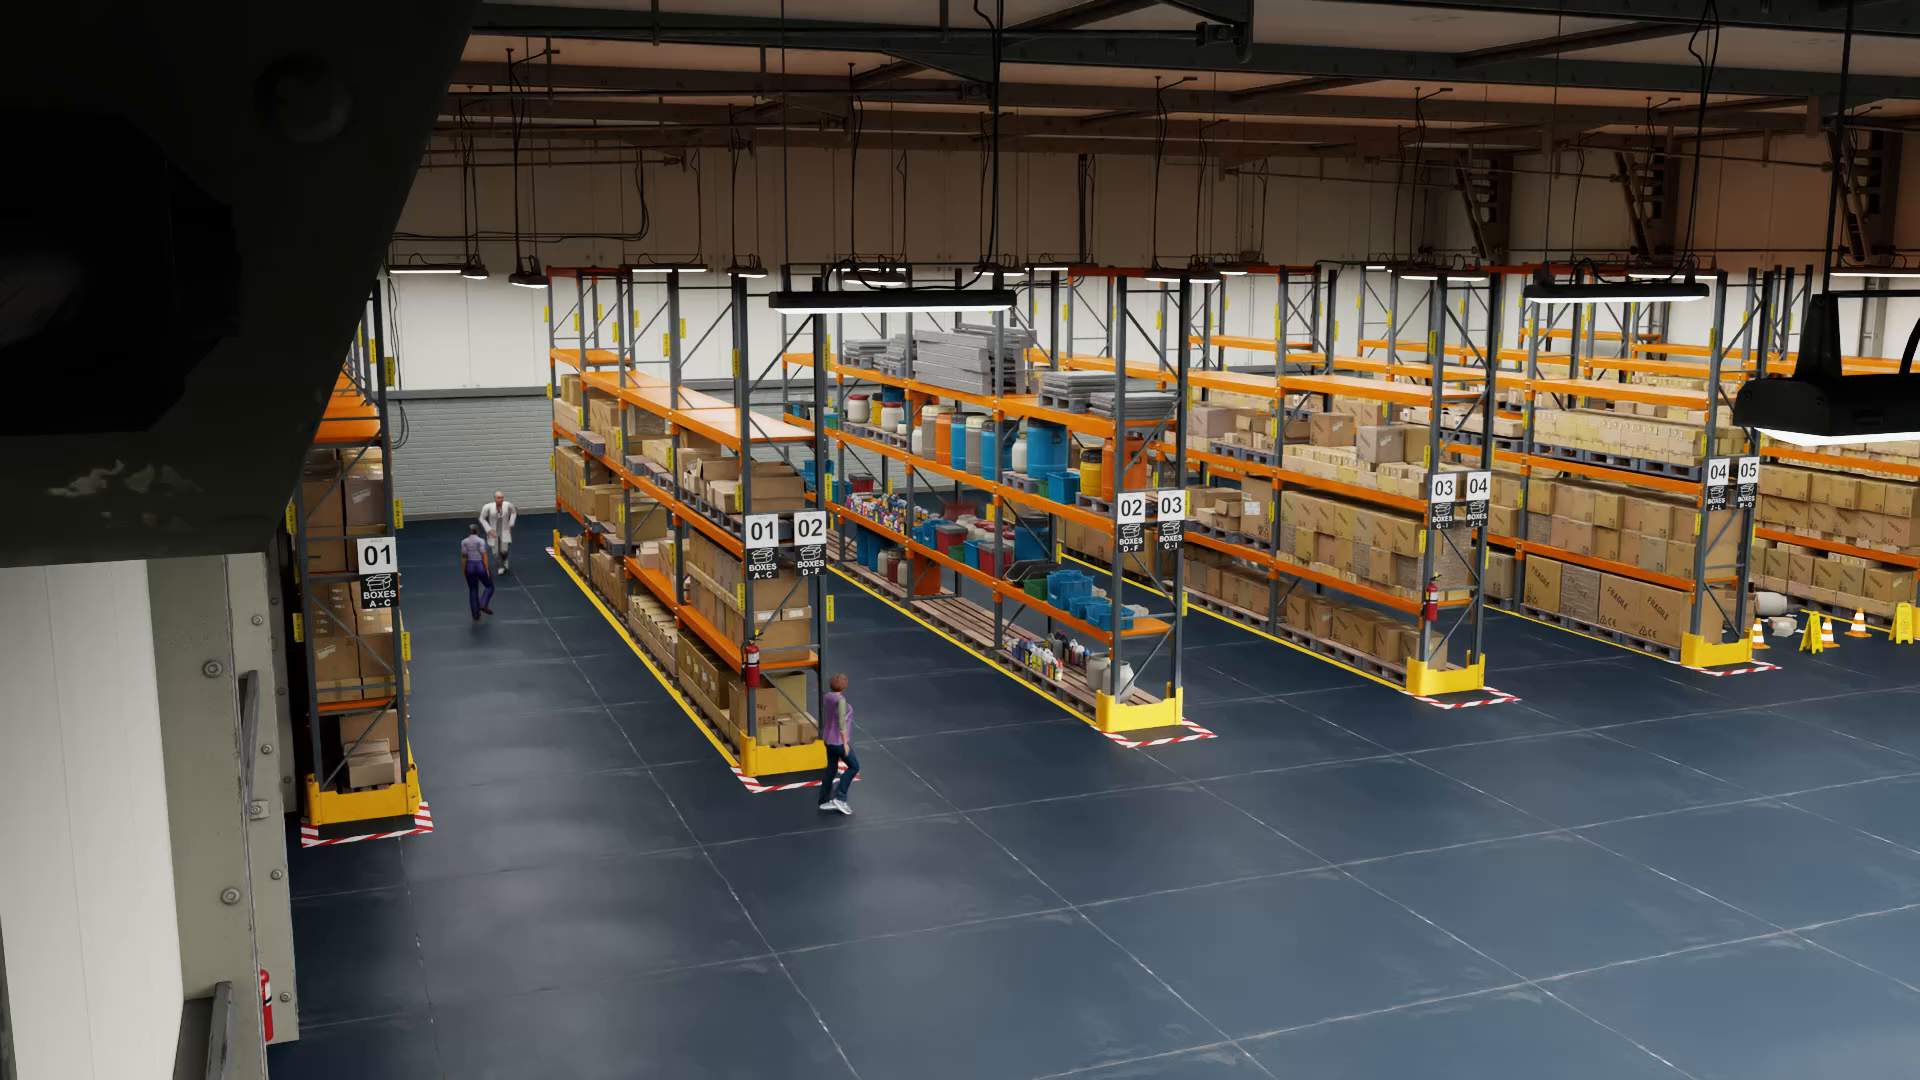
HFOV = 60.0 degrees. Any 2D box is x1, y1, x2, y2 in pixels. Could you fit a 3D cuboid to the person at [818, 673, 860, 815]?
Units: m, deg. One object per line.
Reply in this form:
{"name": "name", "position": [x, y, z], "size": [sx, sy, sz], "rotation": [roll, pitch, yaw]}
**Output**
{"name": "person", "position": [-1.391, 2.304, 18.855], "size": [0.446, 1.623, 0.448], "rotation": [-4, 11, -22]}

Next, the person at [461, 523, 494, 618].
{"name": "person", "position": [-8.379, 0.540, 28.808], "size": [0.543, 1.639, 0.494], "rotation": [0, 10, 2]}

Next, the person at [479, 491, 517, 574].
{"name": "person", "position": [-9.074, -0.151, 32.717], "size": [0.698, 1.679, 0.661], "rotation": [-2, 10, -11]}

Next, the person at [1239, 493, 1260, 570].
{"name": "person", "position": [5.620, -0.117, 32.546], "size": [0.527, 1.662, 0.494], "rotation": [-2, 10, -13]}
